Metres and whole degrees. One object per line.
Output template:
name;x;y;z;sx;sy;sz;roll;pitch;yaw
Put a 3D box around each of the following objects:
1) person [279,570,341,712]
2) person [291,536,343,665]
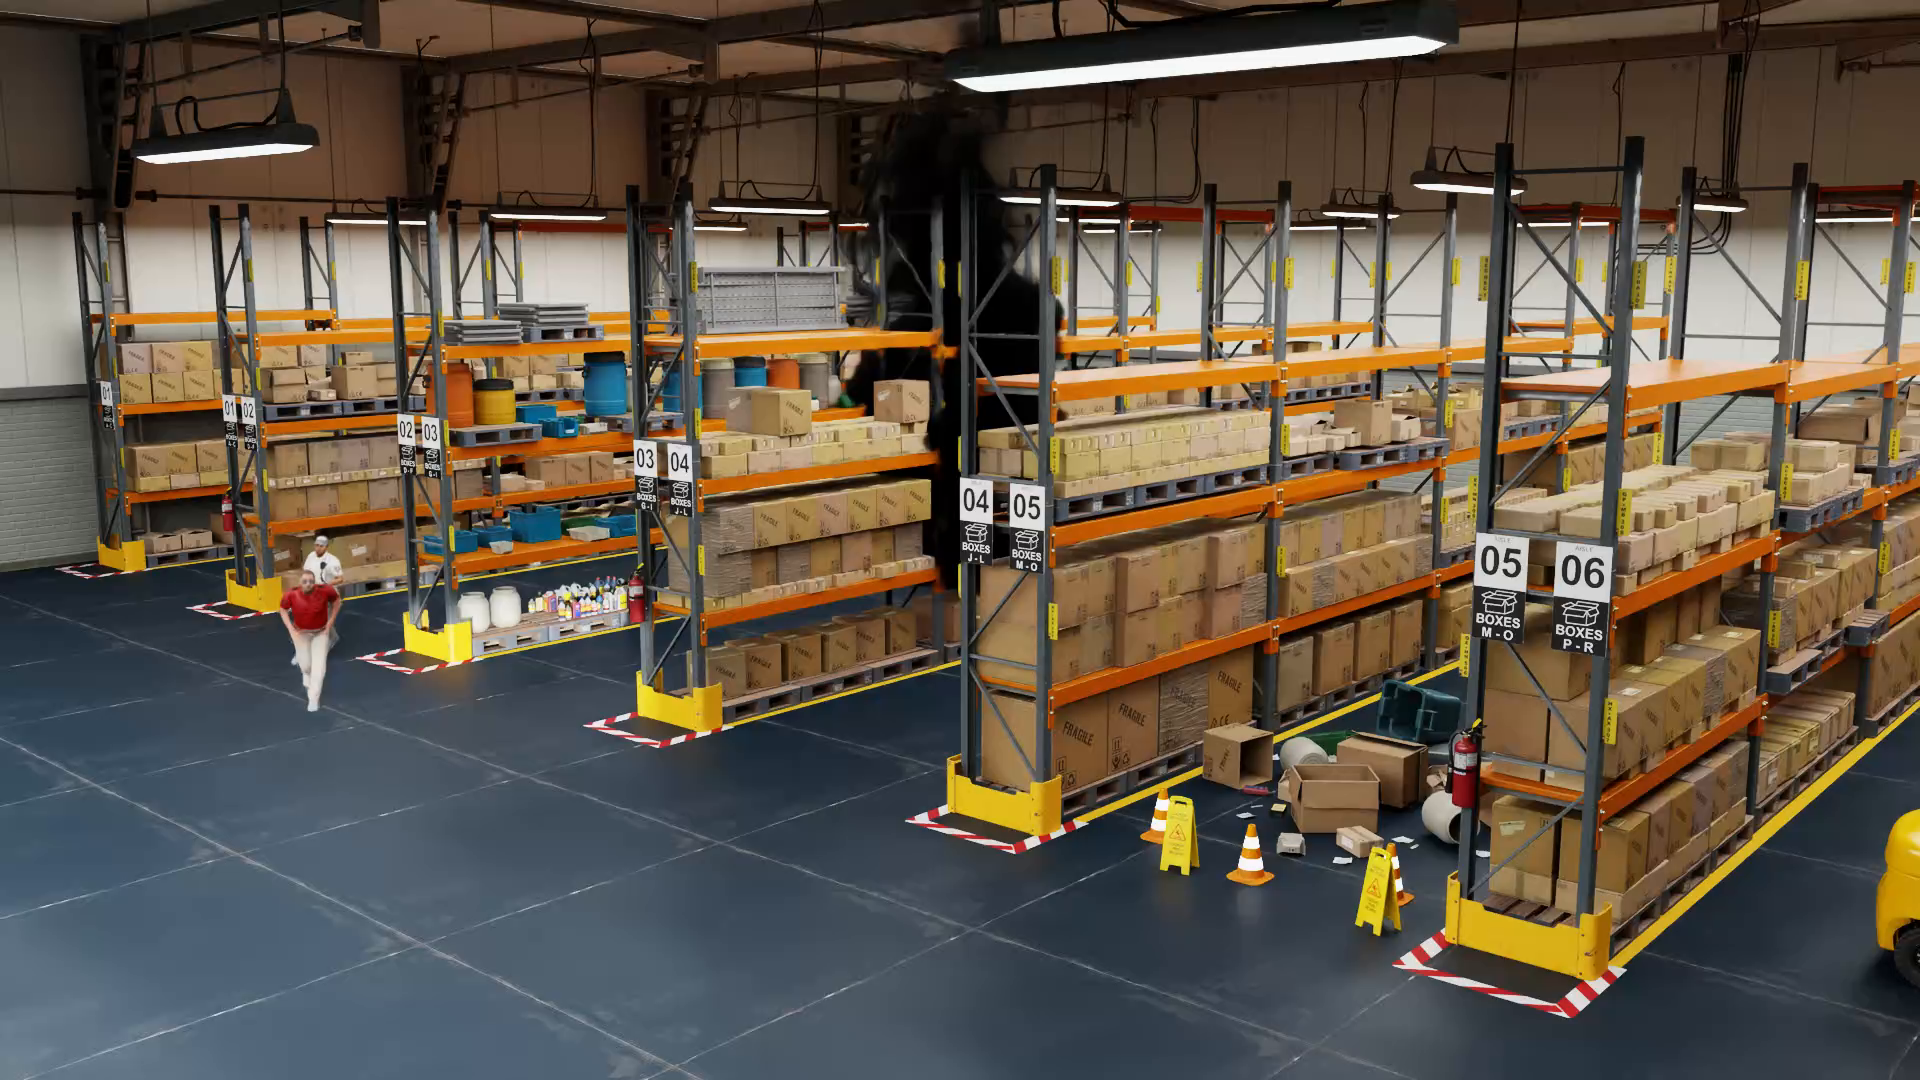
person;-7.670;1.132;19.669;0.674;1.704;0.947;-5;11;-26
person;-8.387;0.749;21.828;0.642;1.646;0.871;1;10;9
